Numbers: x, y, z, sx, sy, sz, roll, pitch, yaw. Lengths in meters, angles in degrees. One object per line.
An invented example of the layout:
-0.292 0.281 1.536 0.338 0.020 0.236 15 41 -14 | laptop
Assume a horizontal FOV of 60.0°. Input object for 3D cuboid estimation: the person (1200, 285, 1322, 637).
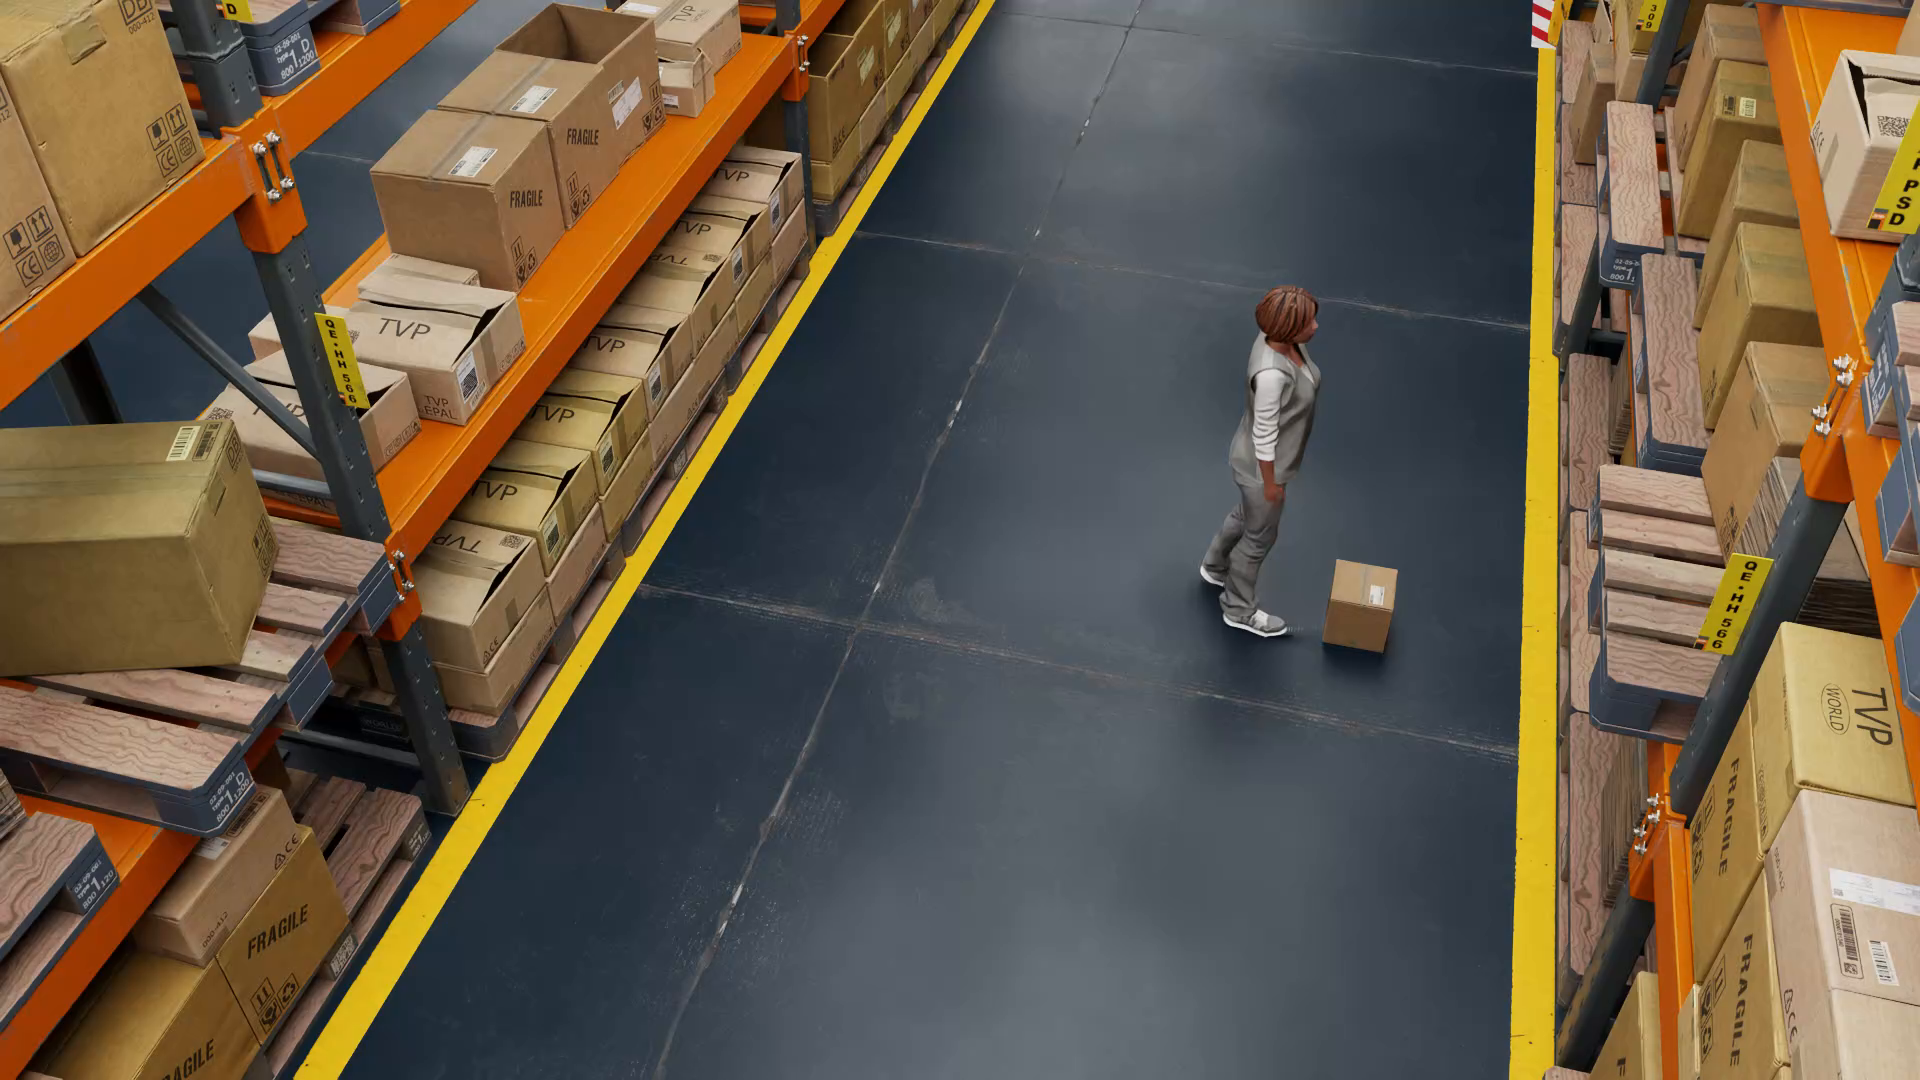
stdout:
1.196 -0.294 6.537 0.408 1.662 0.414 11 43 12 | person
